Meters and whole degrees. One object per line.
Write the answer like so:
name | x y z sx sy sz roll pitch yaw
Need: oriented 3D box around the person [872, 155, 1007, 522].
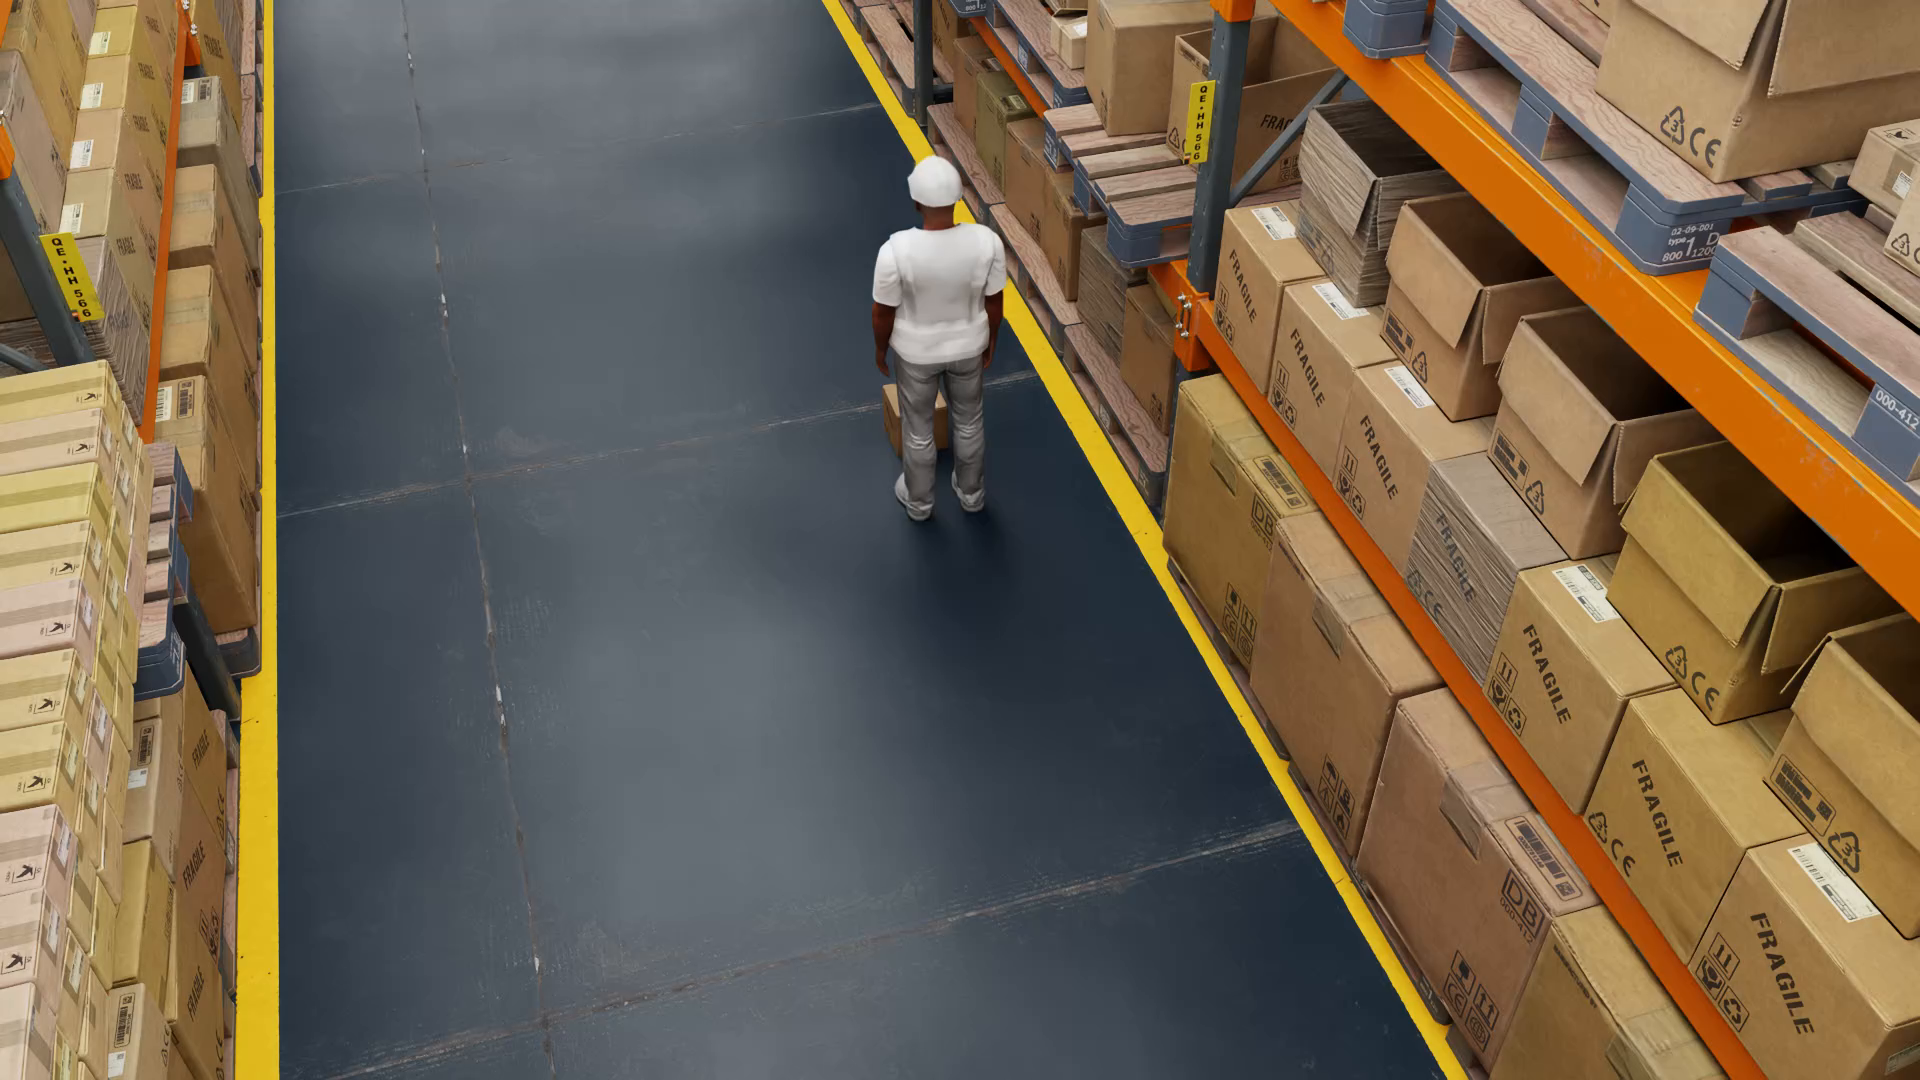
person | -0.096 -0.835 7.069 0.563 1.766 0.369 -9 43 -10
